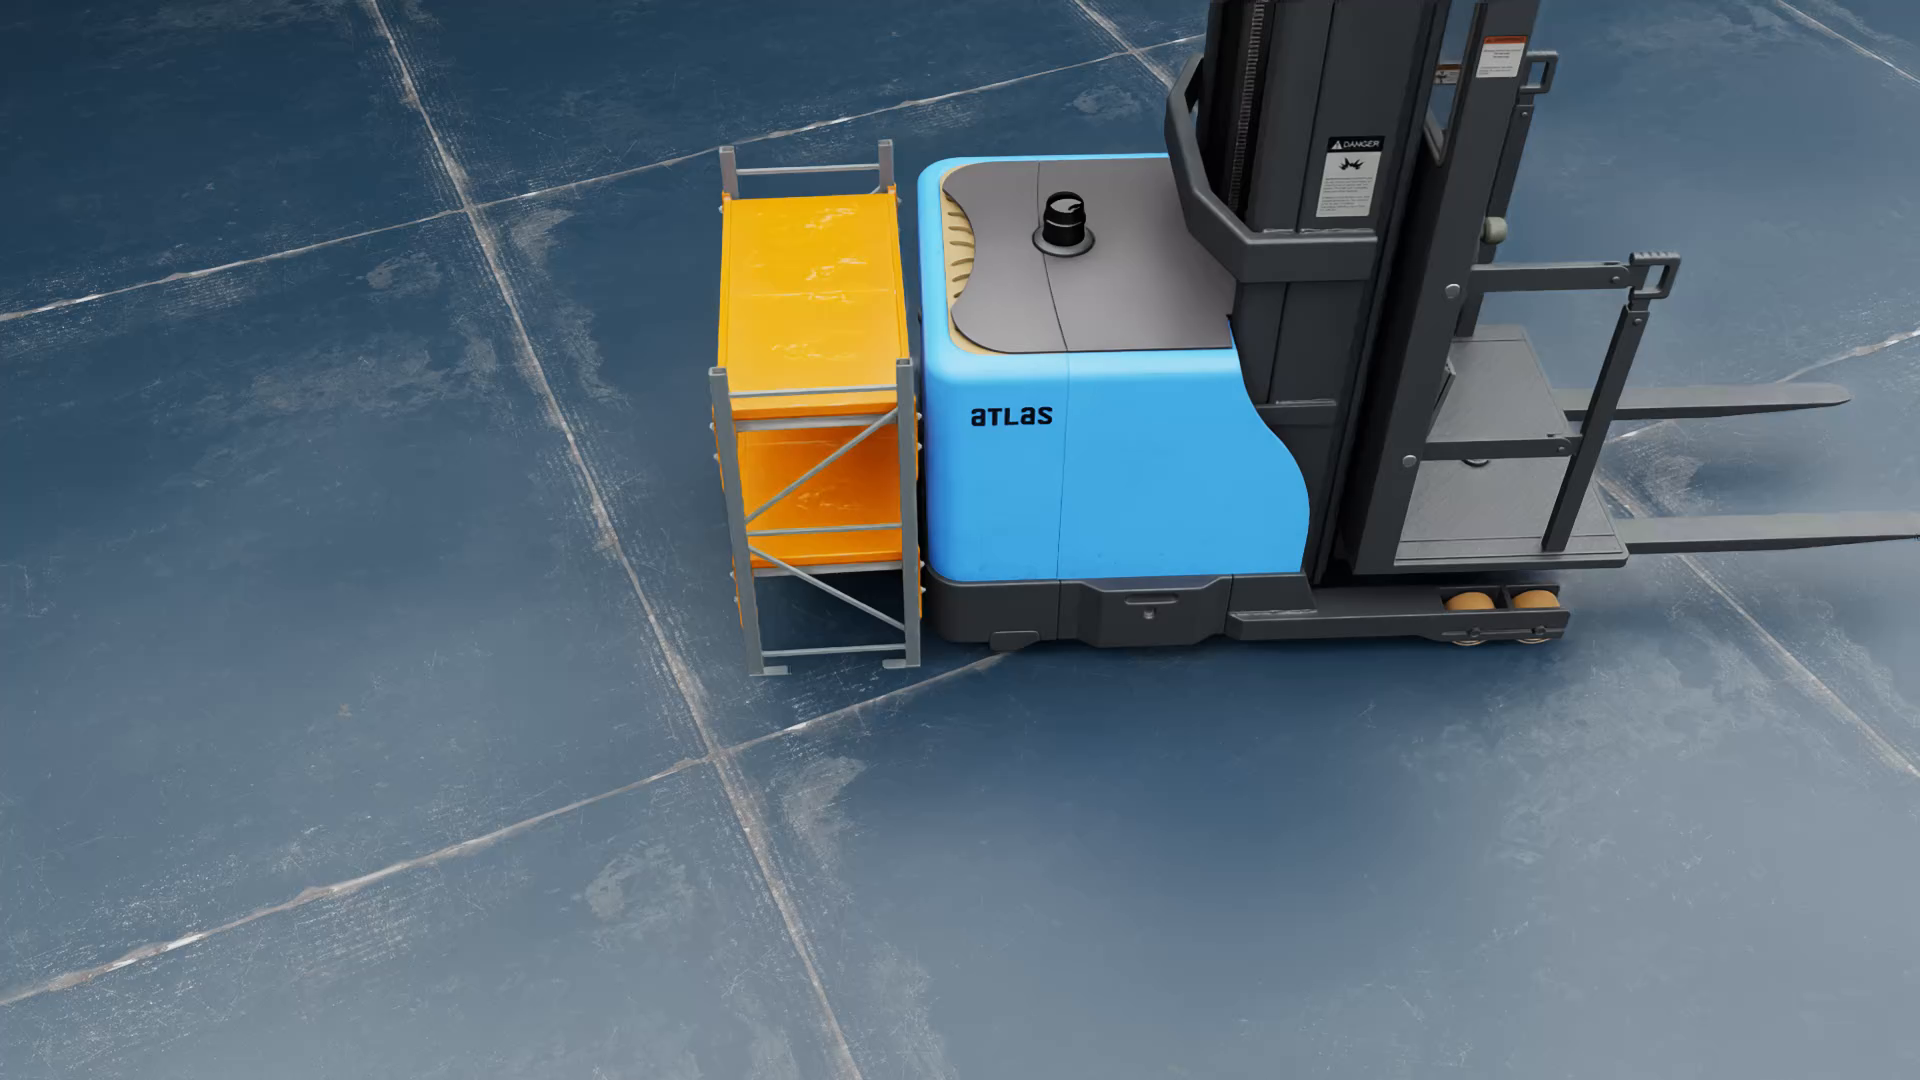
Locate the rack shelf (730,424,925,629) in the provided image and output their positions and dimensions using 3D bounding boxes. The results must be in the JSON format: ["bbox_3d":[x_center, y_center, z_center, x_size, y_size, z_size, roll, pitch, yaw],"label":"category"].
[{"bbox_3d":[-0.404,-0.207,5.007,0.538,0.278,1.000,-3,45,-3],"label":"rack shelf"}]

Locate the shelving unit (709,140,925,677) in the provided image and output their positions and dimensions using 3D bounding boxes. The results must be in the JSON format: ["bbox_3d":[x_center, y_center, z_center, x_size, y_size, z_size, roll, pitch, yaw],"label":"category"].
[{"bbox_3d":[-0.404,-0.381,4.835,0.538,1.125,1.048,-3,45,-3],"label":"shelving unit"}]

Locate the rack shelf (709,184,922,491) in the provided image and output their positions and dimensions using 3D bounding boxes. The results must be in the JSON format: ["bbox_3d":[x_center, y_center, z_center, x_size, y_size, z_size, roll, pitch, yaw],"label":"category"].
[{"bbox_3d":[-0.404,-0.589,4.630,0.538,0.278,1.000,-3,45,-3],"label":"rack shelf"}]

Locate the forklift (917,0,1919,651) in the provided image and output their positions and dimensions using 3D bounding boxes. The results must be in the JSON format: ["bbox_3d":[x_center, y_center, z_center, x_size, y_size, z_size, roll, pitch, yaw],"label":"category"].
[{"bbox_3d":[1.395,-1.103,4.281,3.031,2.935,1.130,-2,45,-2],"label":"forklift"}]

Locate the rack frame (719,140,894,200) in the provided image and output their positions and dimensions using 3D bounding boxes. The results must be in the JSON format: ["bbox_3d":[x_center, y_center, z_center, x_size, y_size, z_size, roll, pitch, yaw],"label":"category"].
[{"bbox_3d":[-0.444,-0.737,5.196,0.500,1.125,0.032,-3,45,-3],"label":"rack frame"}]

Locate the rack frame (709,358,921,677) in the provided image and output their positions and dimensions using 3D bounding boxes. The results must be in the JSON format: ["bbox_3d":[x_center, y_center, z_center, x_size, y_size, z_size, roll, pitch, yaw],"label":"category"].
[{"bbox_3d":[-0.365,-0.025,4.475,0.500,1.125,0.032,-3,45,-3],"label":"rack frame"}]
